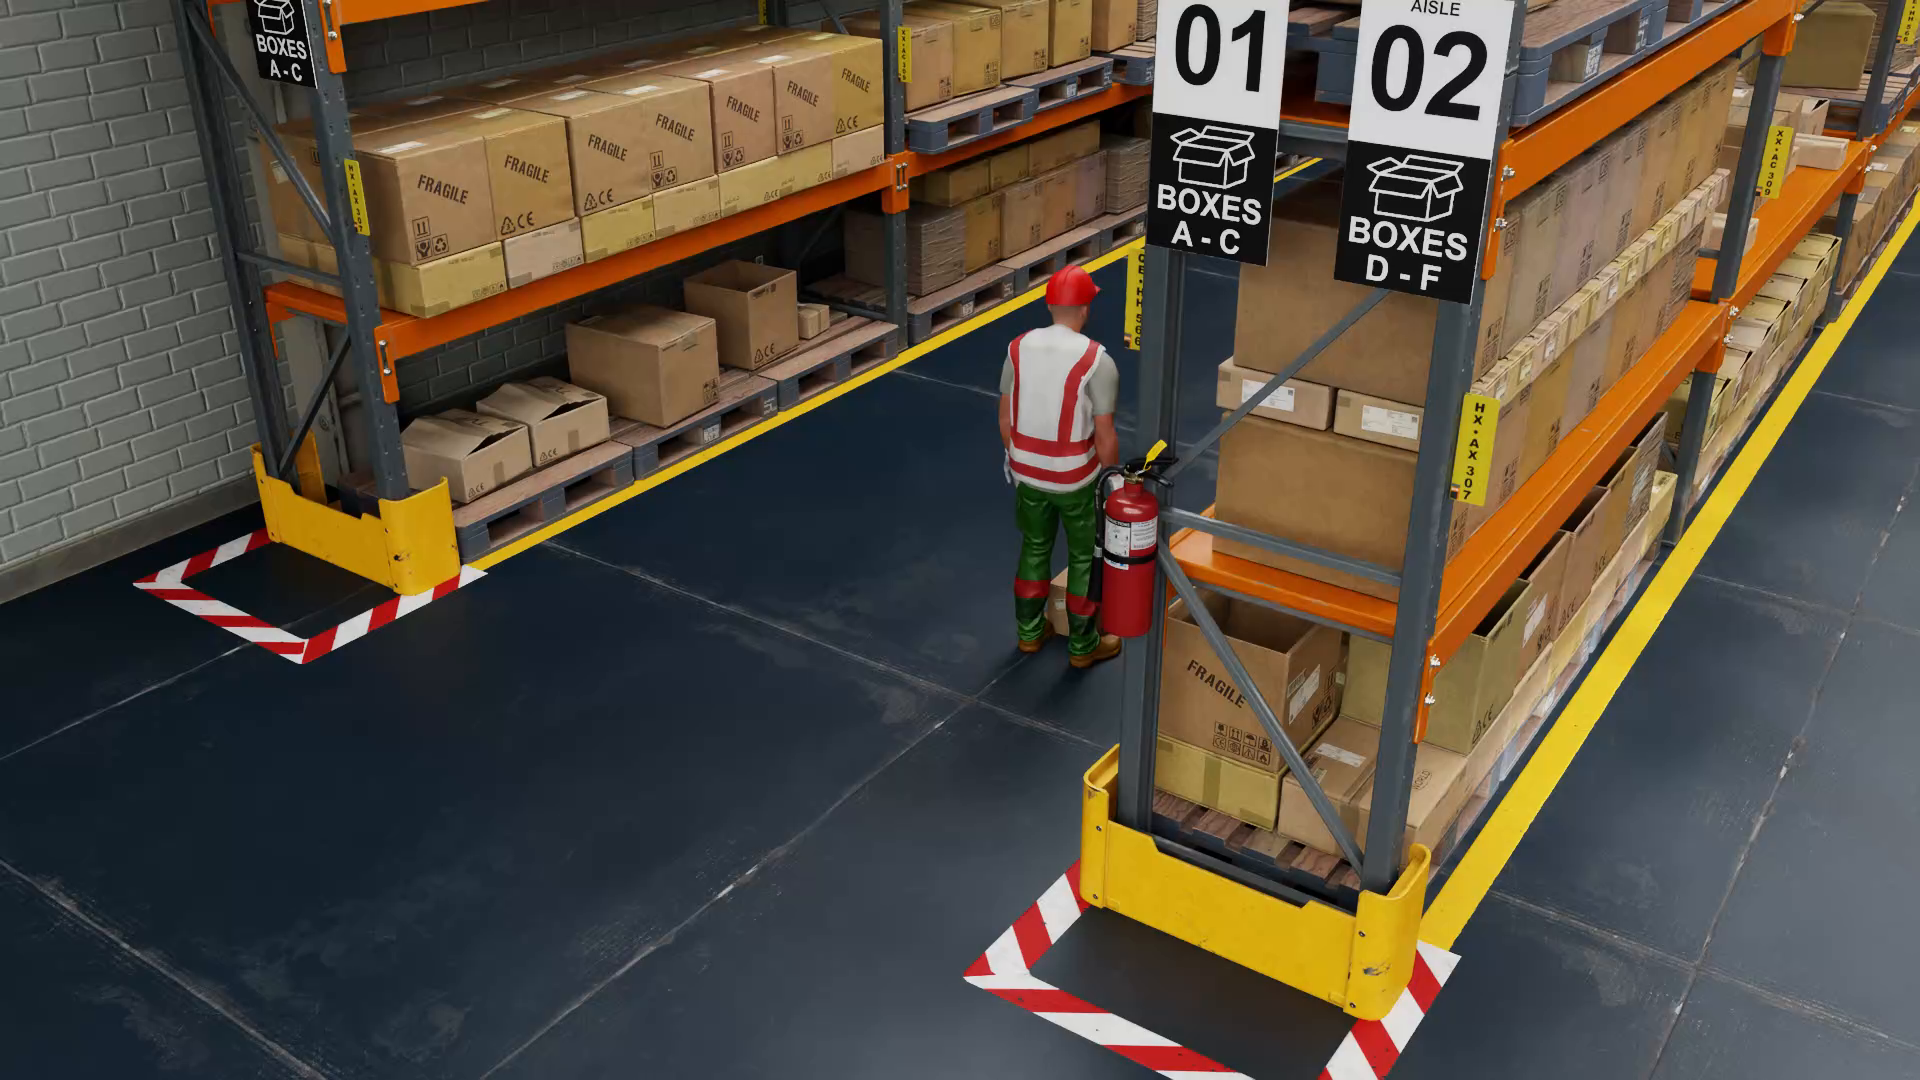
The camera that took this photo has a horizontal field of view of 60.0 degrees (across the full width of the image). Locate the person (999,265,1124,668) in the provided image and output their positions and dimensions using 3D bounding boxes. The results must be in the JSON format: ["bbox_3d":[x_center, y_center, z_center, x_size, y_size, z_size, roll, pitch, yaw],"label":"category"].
[{"bbox_3d":[0.447,-0.303,7.206,0.603,1.775,0.451,17,31,30],"label":"person"}]
